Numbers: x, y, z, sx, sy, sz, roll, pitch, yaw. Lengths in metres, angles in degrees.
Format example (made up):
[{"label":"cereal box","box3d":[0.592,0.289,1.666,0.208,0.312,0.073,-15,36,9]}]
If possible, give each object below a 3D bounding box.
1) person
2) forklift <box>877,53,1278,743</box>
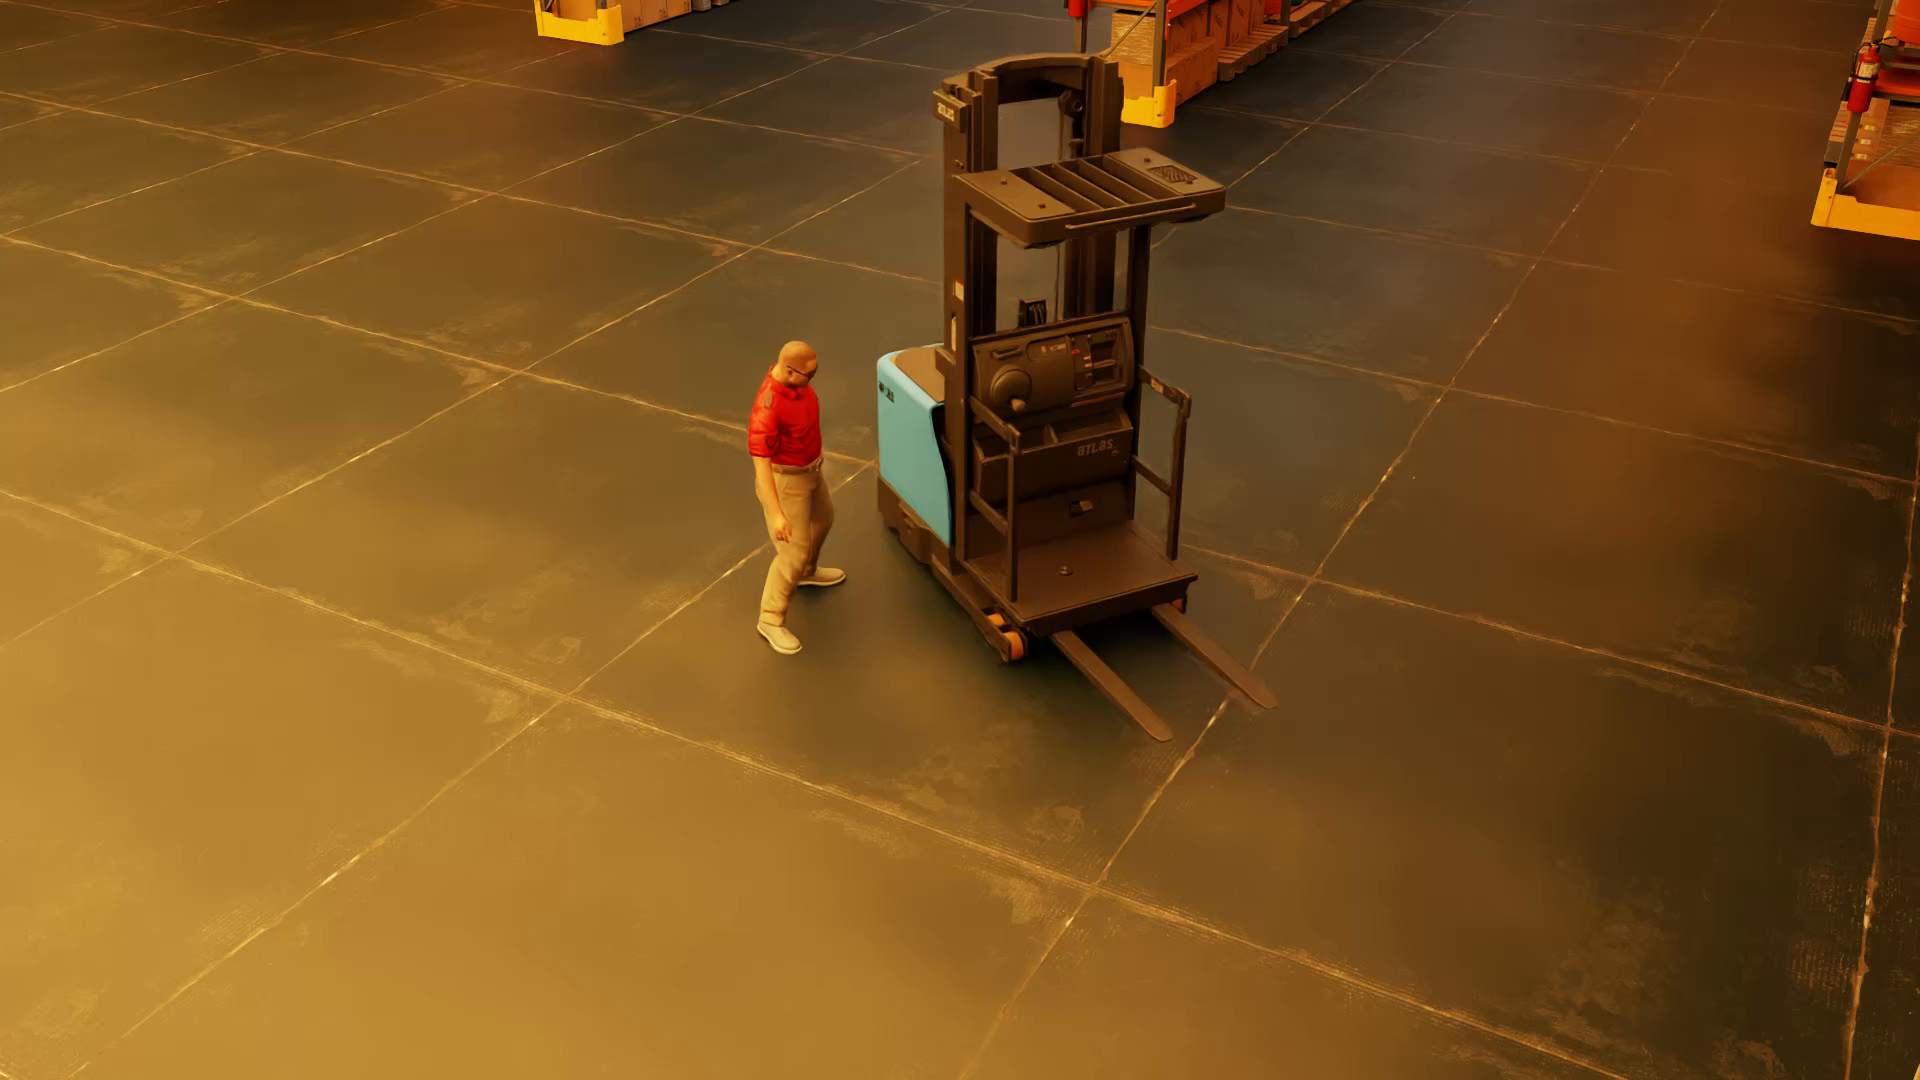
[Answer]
[{"label":"person","box3d":[-0.893,-0.311,8.877,0.371,1.682,0.914,7,31,13]},{"label":"forklift","box3d":[0.596,-0.870,8.578,1.130,2.935,3.031,-14,33,-22]}]
